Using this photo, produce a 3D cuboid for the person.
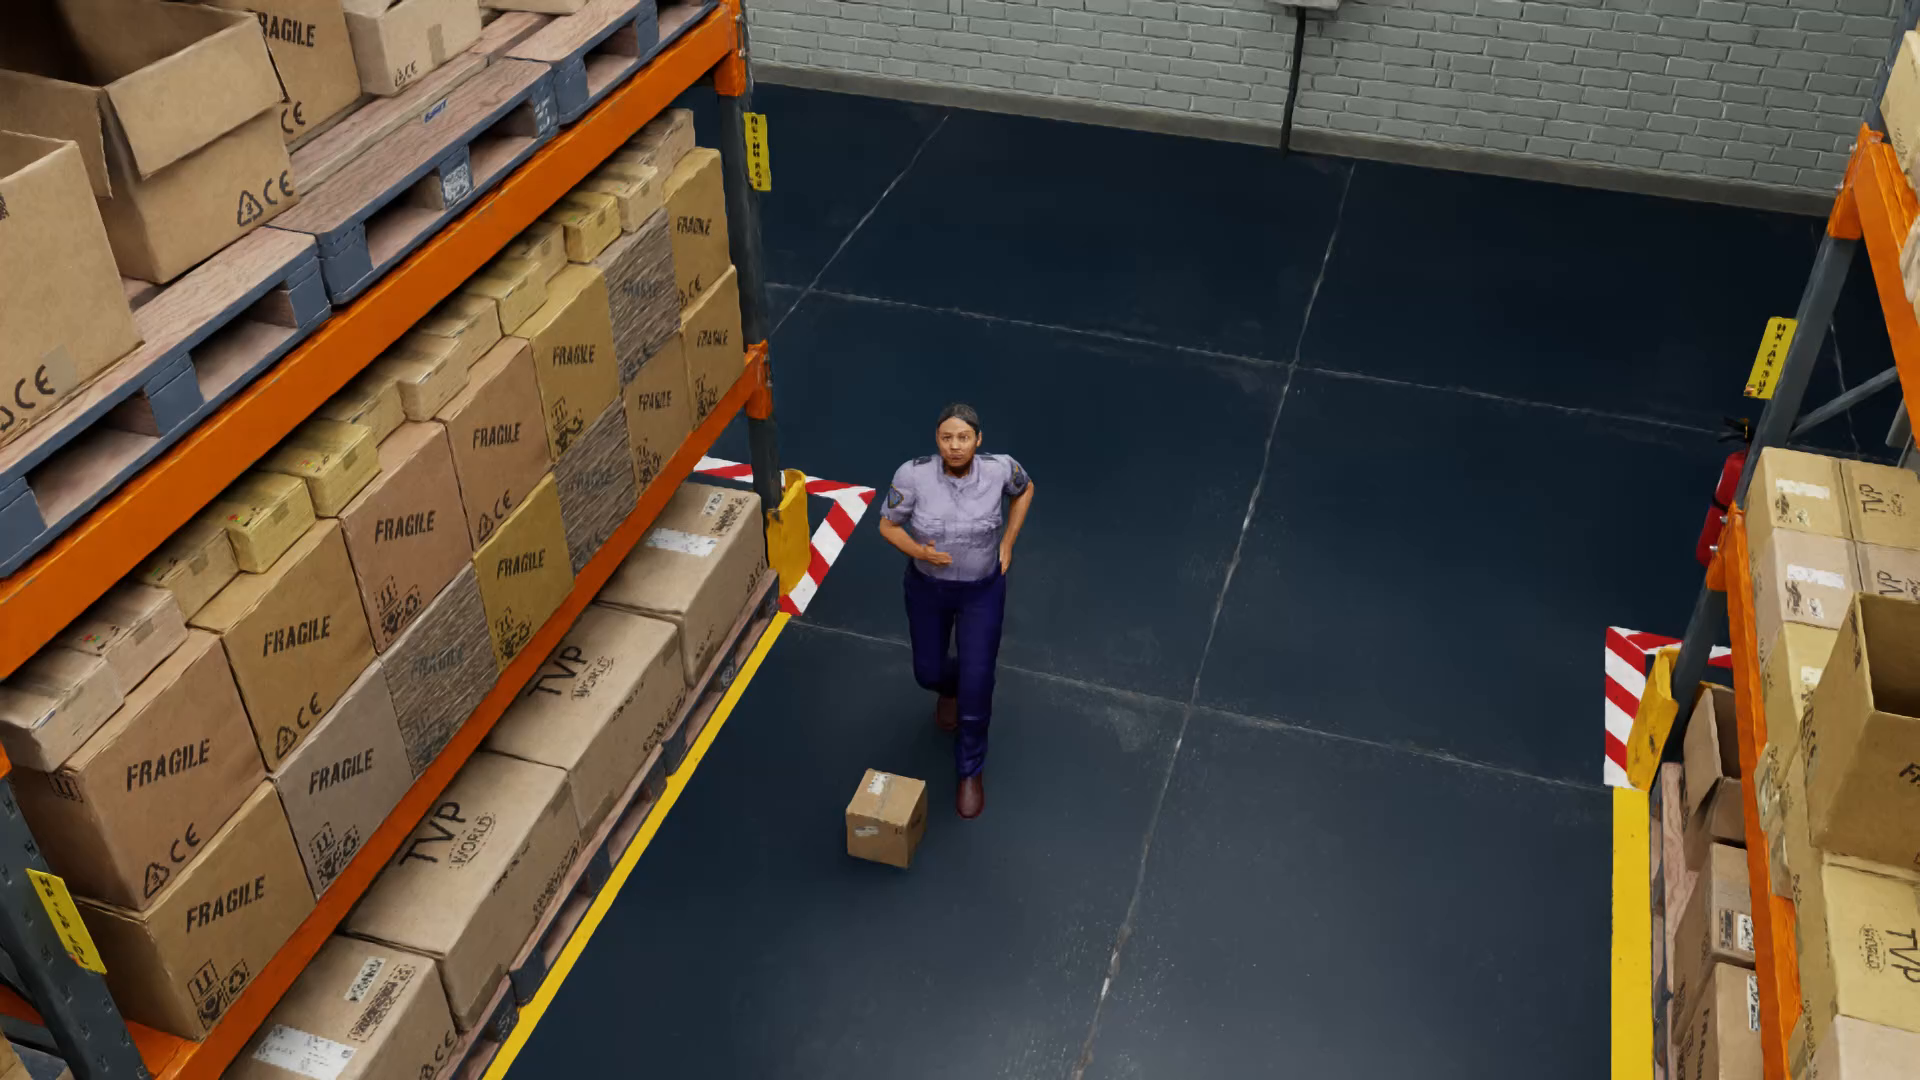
[{"bbox_3d":[-0.039,0.253,6.589,0.579,1.630,0.785,5,38,7],"label":"person"}]
